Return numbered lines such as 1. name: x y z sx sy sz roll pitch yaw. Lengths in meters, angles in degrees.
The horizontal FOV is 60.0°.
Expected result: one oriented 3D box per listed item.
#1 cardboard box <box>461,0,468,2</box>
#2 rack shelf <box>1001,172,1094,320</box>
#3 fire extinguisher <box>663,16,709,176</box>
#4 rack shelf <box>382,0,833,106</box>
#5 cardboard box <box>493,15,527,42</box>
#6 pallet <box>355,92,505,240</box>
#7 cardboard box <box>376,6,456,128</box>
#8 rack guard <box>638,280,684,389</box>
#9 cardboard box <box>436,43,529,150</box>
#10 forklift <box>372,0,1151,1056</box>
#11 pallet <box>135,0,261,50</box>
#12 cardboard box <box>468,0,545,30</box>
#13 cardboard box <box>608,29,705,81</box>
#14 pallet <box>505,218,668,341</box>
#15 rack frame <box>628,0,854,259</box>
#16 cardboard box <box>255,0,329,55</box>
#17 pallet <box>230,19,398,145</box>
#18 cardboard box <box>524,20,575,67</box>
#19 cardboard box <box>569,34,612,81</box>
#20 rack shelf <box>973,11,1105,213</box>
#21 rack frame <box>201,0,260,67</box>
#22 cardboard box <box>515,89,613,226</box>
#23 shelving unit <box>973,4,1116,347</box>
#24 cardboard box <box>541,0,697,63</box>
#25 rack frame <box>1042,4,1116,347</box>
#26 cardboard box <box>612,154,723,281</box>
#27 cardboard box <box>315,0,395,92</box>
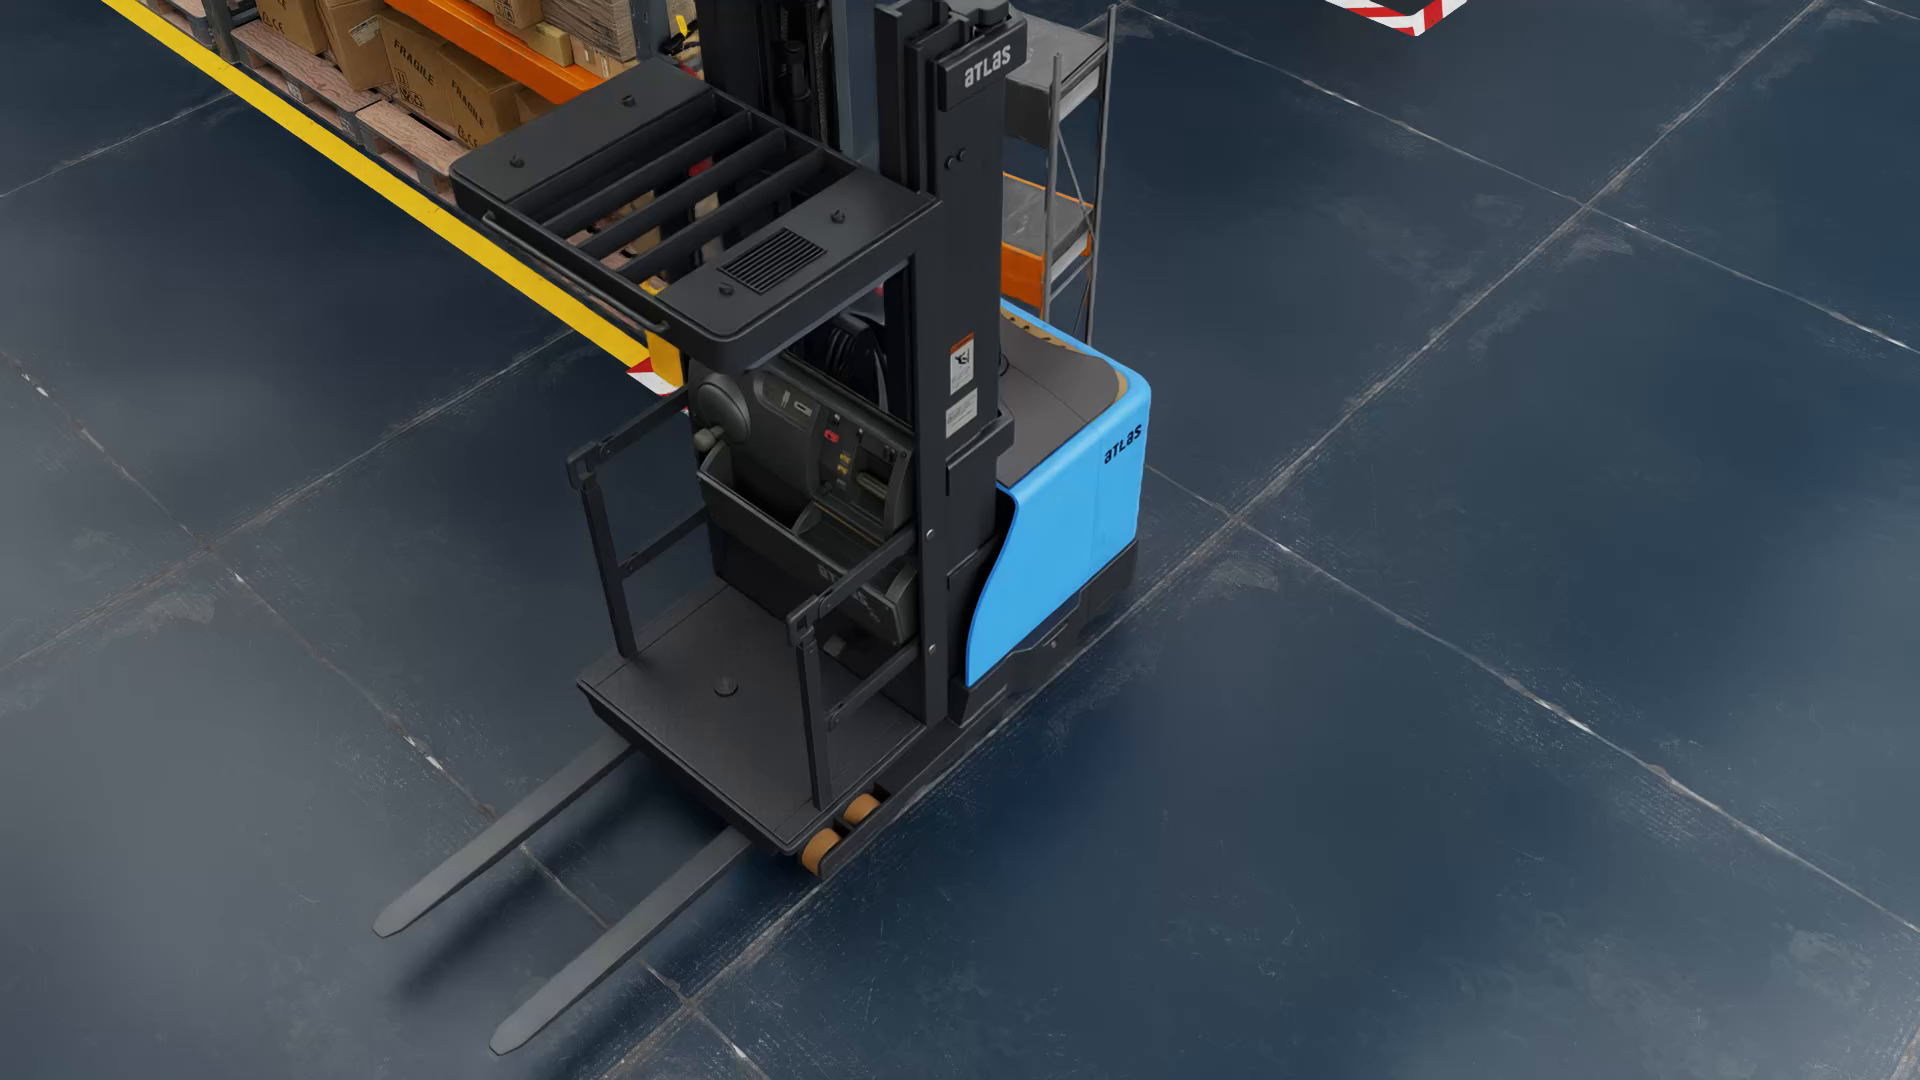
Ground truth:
1. cardboard box: -2.137 -2.564 7.380 0.250 0.149 0.380 34 55 28
2. rack shelf: 0.216 -1.084 6.455 0.480 0.518 0.431 25 52 22
3. fire extinguisher: -1.086 -1.680 6.432 0.183 0.674 0.296 34 55 28
4. rack shelf: -2.328 -2.753 7.879 4.000 0.370 1.077 34 55 28
5. cardboard box: -1.783 -2.306 7.139 0.250 0.149 0.380 34 55 28
6. pallet: -2.379 -2.117 8.702 1.213 0.211 1.003 34 55 28
7. cardboard box: -2.595 -2.513 8.587 0.500 0.500 0.500 29 53 25
8. rack guard: -0.914 -1.192 7.635 0.348 0.500 1.175 34 55 28
9. cardboard box: -2.215 -2.213 8.305 0.500 0.500 0.500 -33 55 -27
10. forklift: -0.652 -0.262 5.094 1.130 2.935 3.031 33 55 27
11. pallet: -4.370 -3.418 9.923 1.213 0.211 1.003 34 55 28
12. cardboard box: -1.692 -2.616 6.984 0.500 0.500 0.875 34 55 28
13. cardboard box: -1.207 -1.955 6.808 0.250 0.149 0.380 34 55 28
14. pallet: -1.487 -1.514 8.135 1.213 0.211 1.003 34 55 28
15. rack frame: -0.858 -2.010 6.688 0.127 3.000 1.000 34 55 28
16. cardboard box: -3.531 -3.057 9.098 0.500 0.500 0.500 32 55 27
17. pallet: -3.280 -2.720 9.268 1.213 0.211 1.003 34 55 28
18. cardboard box: -1.609 -2.174 7.015 0.250 0.149 0.380 34 55 28
19. cardboard box: -1.391 -2.078 6.925 0.250 0.149 0.380 34 55 28
20. rack shelf: 0.216 -1.563 5.944 0.480 0.518 0.431 25 52 22
21. rack frame: -3.797 -3.988 8.545 0.127 3.000 1.000 34 55 28
22. cardboard box: -1.768 -1.893 8.005 0.500 0.500 0.500 -25 52 -21
23. shelving unit: 0.216 -1.093 6.445 0.503 2.100 0.431 25 52 22
24. cardboard box: -1.243 -2.433 6.813 0.500 0.500 0.875 34 55 28
25. rack frame: 0.422 -0.997 6.354 0.015 2.100 0.400 25 52 22
26. cardboard box: -1.305 -1.616 7.745 0.500 0.500 0.500 -28 53 -24
27. cardboard box: -3.104 -2.778 8.836 0.500 0.500 0.500 -22 51 -19
